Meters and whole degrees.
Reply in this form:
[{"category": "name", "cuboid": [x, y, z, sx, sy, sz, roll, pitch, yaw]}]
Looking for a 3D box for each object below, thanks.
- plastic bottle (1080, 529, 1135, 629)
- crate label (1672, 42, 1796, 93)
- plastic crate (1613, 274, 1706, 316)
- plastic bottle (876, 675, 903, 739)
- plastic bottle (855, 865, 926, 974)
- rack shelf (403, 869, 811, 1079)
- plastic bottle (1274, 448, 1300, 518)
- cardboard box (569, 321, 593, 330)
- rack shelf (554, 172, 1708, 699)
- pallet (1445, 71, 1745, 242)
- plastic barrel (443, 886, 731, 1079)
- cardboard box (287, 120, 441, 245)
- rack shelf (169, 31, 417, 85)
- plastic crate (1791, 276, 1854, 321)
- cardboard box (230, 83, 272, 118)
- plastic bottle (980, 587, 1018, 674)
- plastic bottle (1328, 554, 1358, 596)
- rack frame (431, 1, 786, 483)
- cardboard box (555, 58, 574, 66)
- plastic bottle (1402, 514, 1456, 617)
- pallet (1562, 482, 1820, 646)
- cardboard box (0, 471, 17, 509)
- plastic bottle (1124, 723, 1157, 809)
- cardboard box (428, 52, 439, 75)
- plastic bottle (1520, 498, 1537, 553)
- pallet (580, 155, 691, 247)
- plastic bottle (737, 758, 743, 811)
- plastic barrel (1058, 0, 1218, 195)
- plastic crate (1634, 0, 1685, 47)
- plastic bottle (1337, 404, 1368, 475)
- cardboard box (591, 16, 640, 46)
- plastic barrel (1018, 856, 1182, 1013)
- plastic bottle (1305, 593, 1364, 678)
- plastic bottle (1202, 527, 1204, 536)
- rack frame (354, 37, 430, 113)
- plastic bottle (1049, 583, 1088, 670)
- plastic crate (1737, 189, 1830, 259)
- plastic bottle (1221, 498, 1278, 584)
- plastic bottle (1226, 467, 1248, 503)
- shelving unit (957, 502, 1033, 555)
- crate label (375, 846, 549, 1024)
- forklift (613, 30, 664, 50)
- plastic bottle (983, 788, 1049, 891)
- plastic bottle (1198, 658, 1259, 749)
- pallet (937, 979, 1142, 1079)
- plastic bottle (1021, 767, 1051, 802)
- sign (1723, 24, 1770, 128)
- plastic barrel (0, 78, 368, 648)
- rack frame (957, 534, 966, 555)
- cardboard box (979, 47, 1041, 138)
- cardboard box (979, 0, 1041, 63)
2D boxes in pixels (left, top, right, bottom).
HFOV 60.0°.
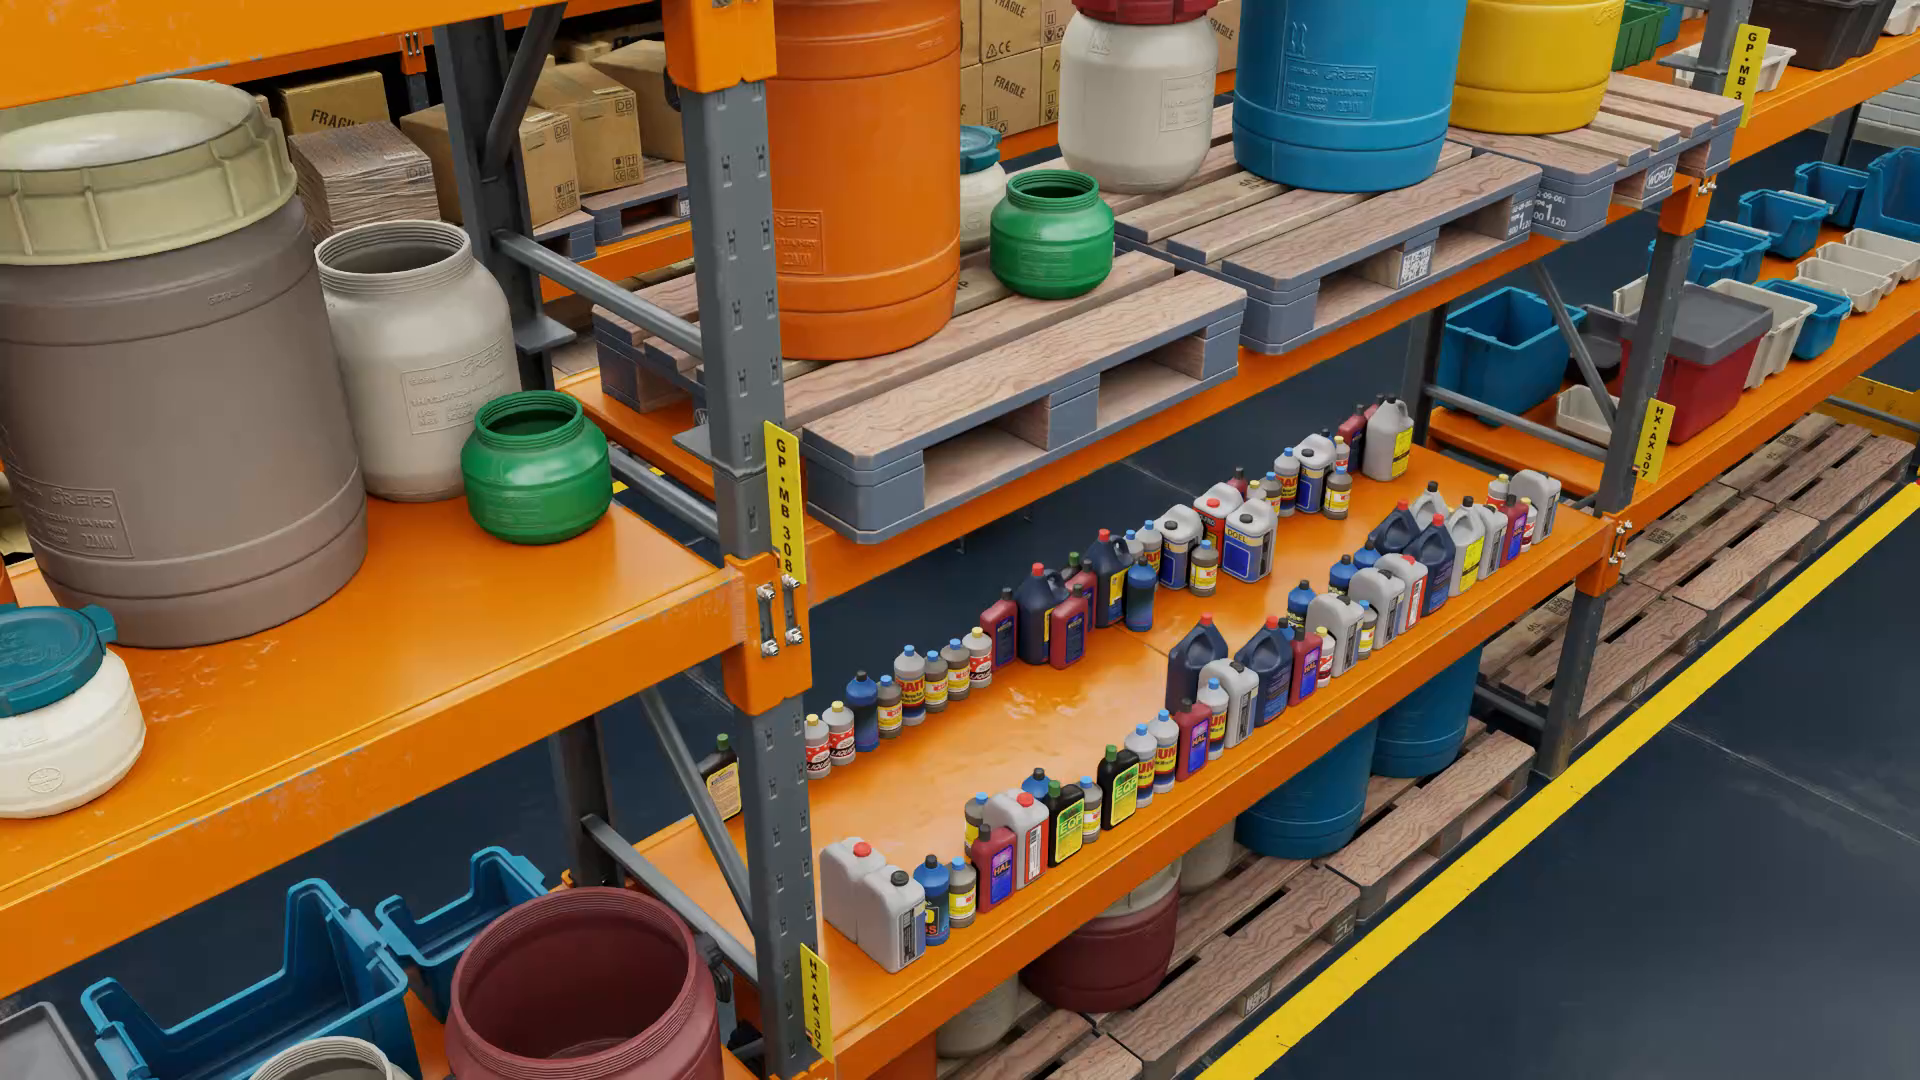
[{"category": "plastic bottle", "cuboid": [0.506, 0.113, 5.737, 0.185, 0.351, 0.144, -26, 40, -35]}, {"category": "crate label", "cuboid": [2.772, -1.692, 6.018, 0.466, 0.136, 0.293, -26, 40, -35]}, {"category": "plastic crate", "cuboid": [3.289, -1.107, 7.880, 0.466, 0.136, 0.293, -26, 40, -35]}, {"category": "plastic bottle", "cuboid": [-0.230, 0.516, 5.221, 0.097, 0.201, 0.097, 0, 31, 0]}, {"category": "plastic bottle", "cuboid": [-0.180, 0.981, 4.390, 0.135, 0.276, 0.152, -26, 40, -35]}, {"category": "rack shelf", "cuboid": [-2.183, 1.974, 3.336, 4.000, 0.370, 1.077, -26, 40, -35]}, {"category": "plastic bottle", "cuboid": [1.246, -0.227, 6.370, 0.097, 0.271, 0.097, 0, 31, 0]}, {"category": "cardboard box", "cuboid": [-2.424, -1.033, 9.538, 0.500, 0.500, 0.500, -25, 40, -35]}, {"category": "rack shelf", "cuboid": [0.750, -0.725, 4.874, 4.000, 0.370, 1.077, -26, 40, -35]}, {"category": "pallet", "cuboid": [1.708, -1.345, 5.380, 1.003, 0.211, 1.213, -26, 40, -35]}, {"category": "plastic barrel", "cuboid": [-0.851, 1.180, 3.815, 0.708, 0.536, 0.600, -26, 40, -35]}, {"category": "cardboard box", "cuboid": [-2.896, -1.678, 8.121, 0.500, 0.500, 0.700, -18, 36, -27]}, {"category": "rack shelf", "cuboid": [-5.986, -3.235, 11.854, 4.000, 0.370, 1.077, -26, 40, -35]}, {"category": "plastic crate", "cuboid": [4.060, -1.117, 7.897, 0.250, 0.136, 0.298, -26, 40, -35]}, {"category": "cardboard box", "cuboid": [-5.558, -2.916, 12.302, 0.750, 0.750, 0.750, -24, 39, -34]}, {"category": "plastic bottle", "cuboid": [0.128, 0.295, 5.504, 0.133, 0.283, 0.061, -26, 40, -35]}, {"category": "plastic bottle", "cuboid": [1.312, 0.172, 5.716, 0.097, 0.271, 0.097, 0, 31, 0]}, {"category": "rack frame", "cuboid": [-0.717, -1.602, 2.744, 0.127, 3.000, 1.000, -26, 40, -35]}, {"category": "cardboard box", "cuboid": [-3.531, -3.767, 14.028, 0.500, 0.500, 0.700, -26, 40, -36]}, {"category": "plastic bottle", "cuboid": [1.629, 0.077, 5.797, 0.185, 0.351, 0.144, -26, 40, -35]}, {"category": "pallet", "cuboid": [3.624, 0.018, 8.519, 1.213, 0.211, 1.003, -26, 40, -35]}, {"category": "cardboard box", "cuboid": [-4.666, -0.111, 7.751, 0.500, 0.311, 0.500, -24, 39, -34]}, {"category": "plastic bottle", "cuboid": [0.530, 0.659, 4.921, 0.097, 0.271, 0.097, 0, 31, 0]}, {"category": "cardboard box", "cuboid": [-4.143, -3.891, 13.610, 0.250, 0.149, 0.380, -26, 40, -36]}, {"category": "plastic bottle", "cuboid": [2.081, -0.061, 6.166, 0.097, 0.201, 0.097, 0, 31, 0]}, {"category": "pallet", "cuboid": [-1.809, -2.034, 9.385, 1.213, 0.211, 1.003, -26, 40, -35]}, {"category": "plastic bottle", "cuboid": [-0.613, 0.702, 4.918, 0.097, 0.201, 0.097, 0, 31, 0]}, {"category": "plastic barrel", "cuboid": [0.481, -1.246, 4.504, 0.433, 0.535, 0.433, 0, 31, 0]}, {"category": "plastic crate", "cuboid": [2.667, -2.115, 6.618, 0.300, 0.233, 0.416, -26, 40, -35]}, {"category": "plastic bottle", "cuboid": [1.560, -0.397, 6.636, 0.133, 0.283, 0.061, -26, 40, -35]}, {"category": "cardboard box", "cuboid": [-3.004, -4.443, 14.513, 0.250, 0.149, 0.380, -25, 40, -35]}, {"category": "plastic barrel", "cuboid": [0.459, 1.227, 5.778, 0.708, 0.588, 0.600, -26, 40, -35]}, {"category": "plastic bottle", "cuboid": [1.241, 0.294, 5.514, 0.135, 0.276, 0.152, -26, 40, -35]}, {"category": "plastic bottle", "cuboid": [0.835, 0.001, 6.063, 0.097, 0.201, 0.097, 0, 31, 0]}, {"category": "rack frame", "cuboid": [-4.520, -4.251, 12.827, 0.127, 3.000, 1.000, -26, 40, -35]}, {"category": "plastic bottle", "cuboid": [0.362, 0.285, 5.521, 0.133, 0.283, 0.061, -26, 40, -35]}, {"category": "plastic crate", "cuboid": [4.262, -1.639, 8.658, 0.300, 0.233, 0.416, -26, 40, -35]}, {"category": "plastic bottle", "cuboid": [1.042, -0.003, 5.999, 0.135, 0.276, 0.152, -26, 40, -35]}, {"category": "plastic bottle", "cuboid": [1.006, -0.130, 6.198, 0.133, 0.283, 0.061, -26, 40, -35]}, {"category": "shelving unit", "cuboid": [0.121, -0.571, 8.533, 0.503, 1.200, 0.258, -26, 40, -35]}, {"category": "crate label", "cuboid": [-1.280, 1.035, 4.343, 0.416, 0.233, 0.303, -26, 40, -35]}, {"category": "forklift", "cuboid": [-1.963, -3.679, 11.957, 3.031, 2.935, 1.130, -24, 39, -34]}, {"category": "plastic bottle", "cuboid": [0.160, 0.817, 4.658, 0.135, 0.276, 0.152, -26, 40, -35]}, {"category": "plastic bottle", "cuboid": [0.837, 0.489, 5.194, 0.135, 0.276, 0.152, -26, 40, -35]}, {"category": "pallet", "cuboid": [-0.167, 1.852, 5.520, 1.213, 0.211, 1.003, -26, 40, -35]}, {"category": "plastic bottle", "cuboid": [0.222, 0.765, 4.748, 0.097, 0.271, 0.097, 0, 31, 0]}, {"category": "sign", "cuboid": [2.589, -1.534, 5.499, 0.005, 0.325, 0.100, -26, 40, -35]}, {"category": "plastic barrel", "cuboid": [-1.466, -0.328, 3.055, 0.600, 0.901, 0.600, 0, 31, 0]}, {"category": "rack frame", "cuboid": [-0.058, -0.484, 8.391, 0.015, 1.200, 0.240, -26, 40, -35]}, {"category": "cardboard box", "cuboid": [0.152, -2.836, 10.417, 0.500, 0.500, 0.500, -26, 40, -36]}, {"category": "cardboard box", "cuboid": [0.143, -3.252, 10.138, 0.500, 0.500, 0.500, -27, 41, -37]}]
